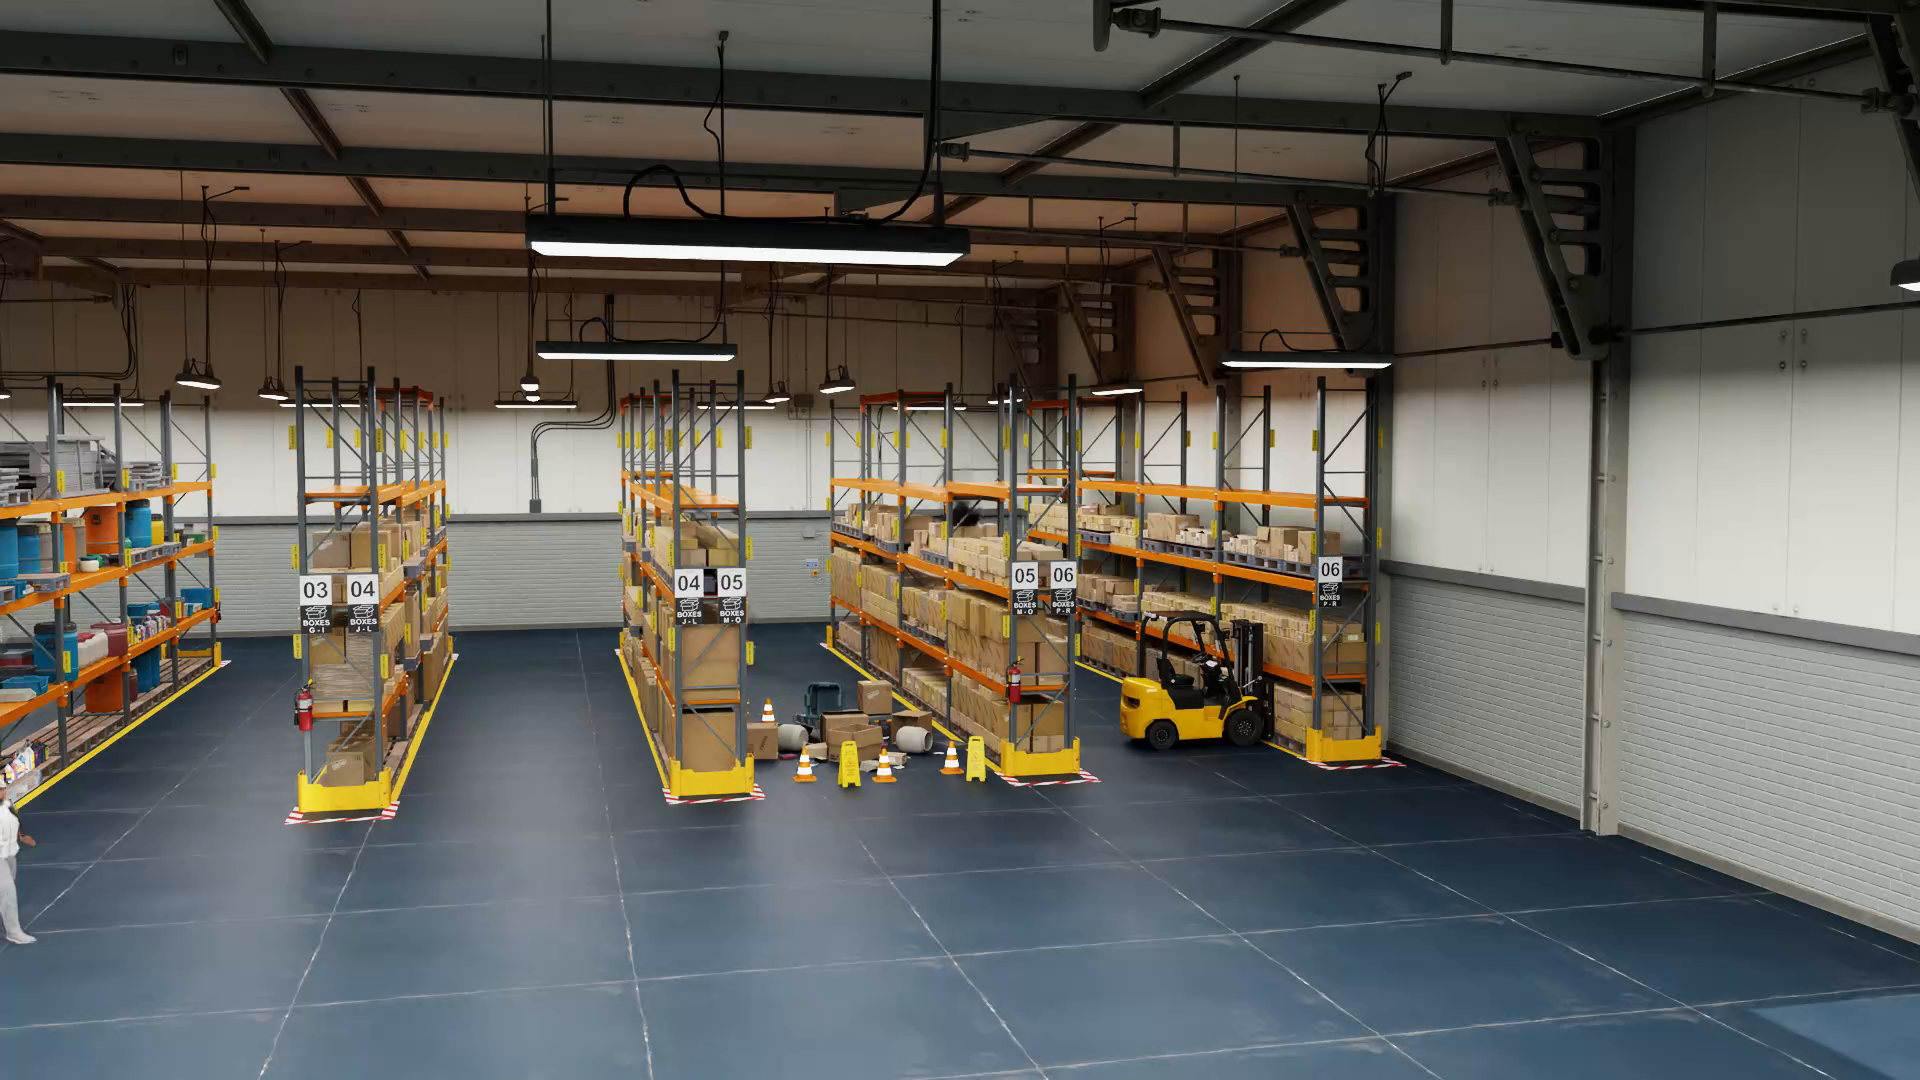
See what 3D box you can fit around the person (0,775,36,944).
[{"bbox_3d":[-9.654,3.185,16.607,0.842,1.693,0.579,0,3,7],"label":"person"}]
